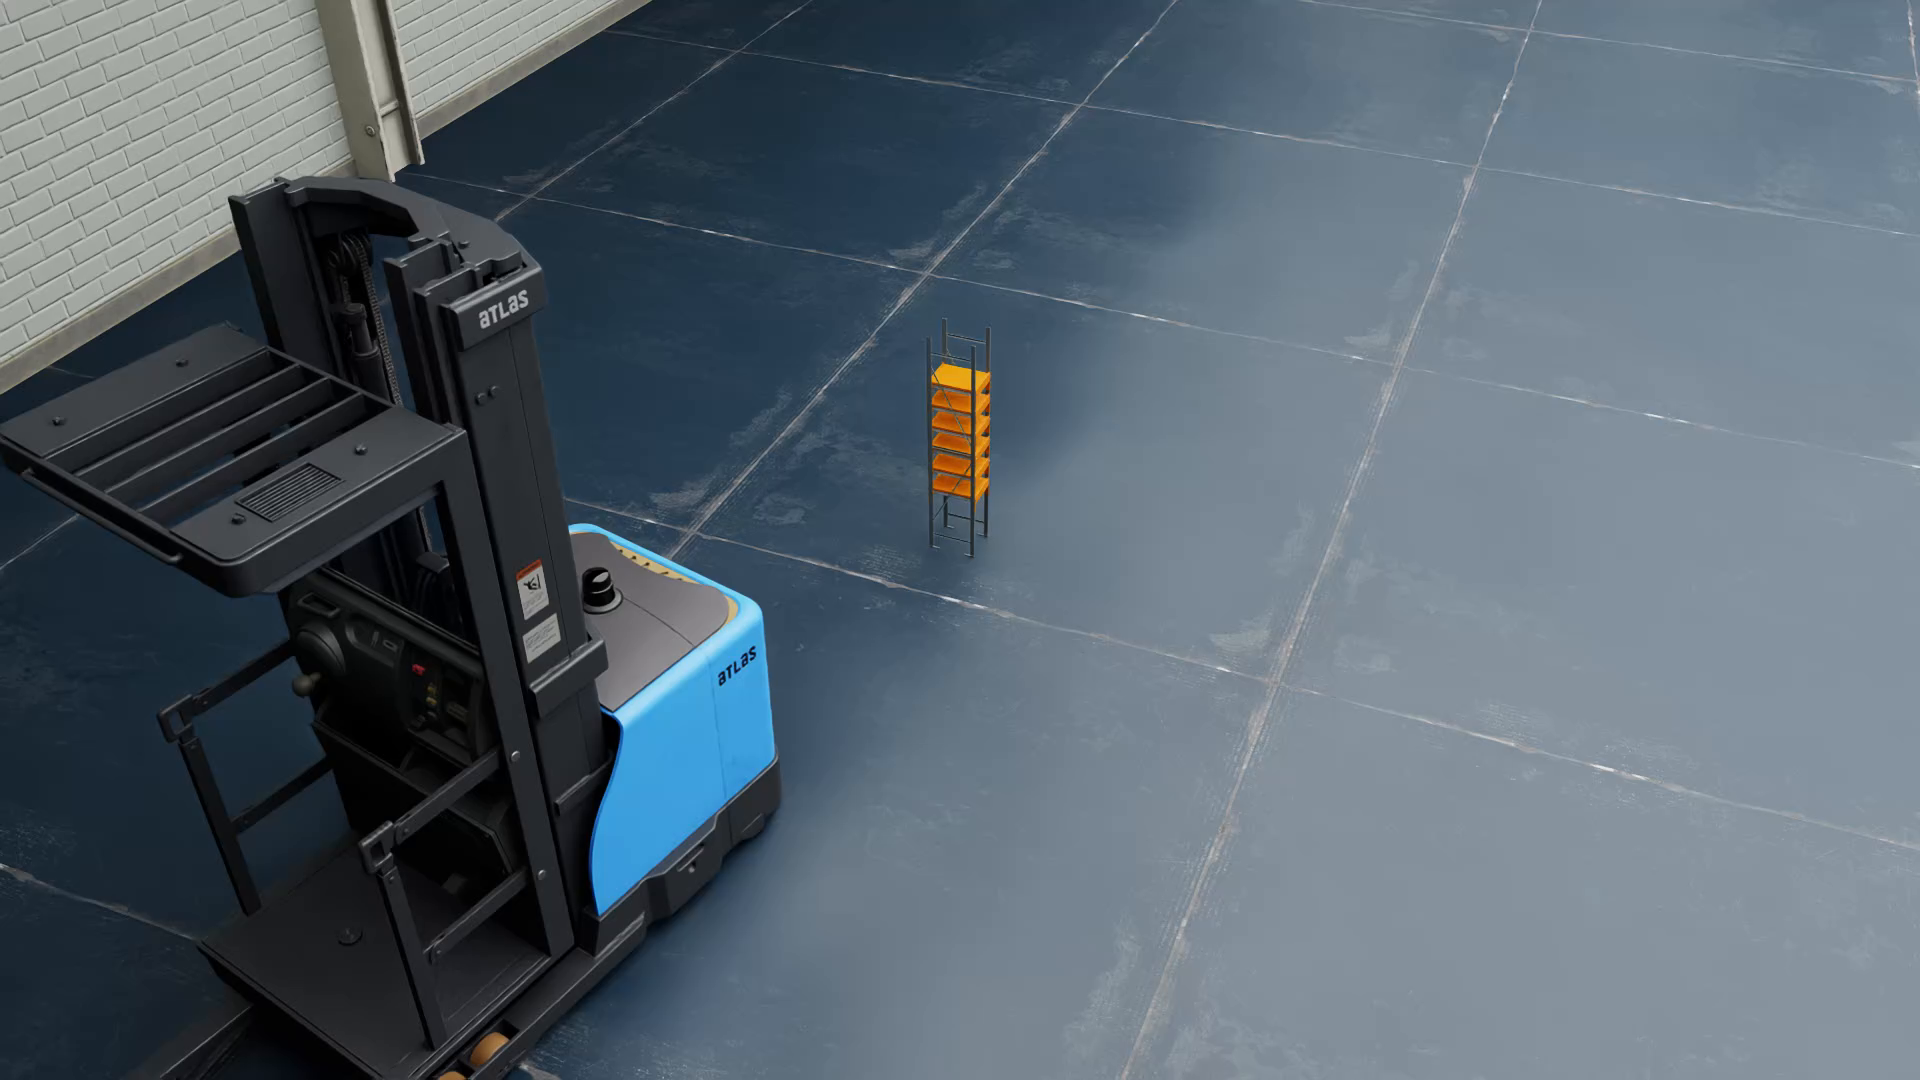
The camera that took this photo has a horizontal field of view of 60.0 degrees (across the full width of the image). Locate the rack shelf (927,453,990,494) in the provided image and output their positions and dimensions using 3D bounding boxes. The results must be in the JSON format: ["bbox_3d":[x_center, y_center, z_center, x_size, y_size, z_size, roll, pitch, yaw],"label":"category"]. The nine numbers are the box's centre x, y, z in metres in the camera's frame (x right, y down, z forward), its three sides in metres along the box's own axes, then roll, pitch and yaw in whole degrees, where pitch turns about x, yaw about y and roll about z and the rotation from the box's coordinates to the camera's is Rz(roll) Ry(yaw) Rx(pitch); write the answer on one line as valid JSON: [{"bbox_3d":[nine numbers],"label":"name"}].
[{"bbox_3d":[-0.006,-0.341,8.080,0.258,0.103,0.180,14,39,18],"label":"rack shelf"}]

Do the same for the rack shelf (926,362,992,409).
[{"bbox_3d":[-0.005,-0.725,7.793,0.258,0.103,0.180,14,39,18],"label":"rack shelf"}]

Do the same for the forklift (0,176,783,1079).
[{"bbox_3d":[-1.985,0.483,5.257,1.130,2.935,3.031,23,42,27],"label":"forklift"}]

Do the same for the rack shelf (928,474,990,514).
[{"bbox_3d":[-0.006,-0.245,8.152,0.258,0.103,0.180,14,39,18],"label":"rack shelf"}]

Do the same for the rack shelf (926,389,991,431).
[{"bbox_3d":[-0.005,-0.629,7.865,0.258,0.103,0.180,14,39,18],"label":"rack shelf"}]

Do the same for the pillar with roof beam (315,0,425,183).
[{"bbox_3d":[-0.093,-5.276,7.894,9.100,9.000,0.400,14,39,18],"label":"pillar with roof beam"}]

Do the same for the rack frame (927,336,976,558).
[{"bbox_3d":[-0.040,-0.422,7.914,0.240,1.200,0.006,14,39,18],"label":"rack frame"}]

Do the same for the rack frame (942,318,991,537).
[{"bbox_3d":[0.029,-0.523,8.049,0.240,1.200,0.006,14,39,18],"label":"rack frame"}]

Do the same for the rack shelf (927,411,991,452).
[{"bbox_3d":[-0.005,-0.533,7.936,0.258,0.103,0.180,14,39,18],"label":"rack shelf"}]

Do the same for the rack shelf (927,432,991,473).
[{"bbox_3d":[-0.005,-0.437,8.008,0.258,0.103,0.180,14,39,18],"label":"rack shelf"}]

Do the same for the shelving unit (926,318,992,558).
[{"bbox_3d":[-0.005,-0.473,7.982,0.258,1.200,0.189,14,39,18],"label":"shelving unit"}]
